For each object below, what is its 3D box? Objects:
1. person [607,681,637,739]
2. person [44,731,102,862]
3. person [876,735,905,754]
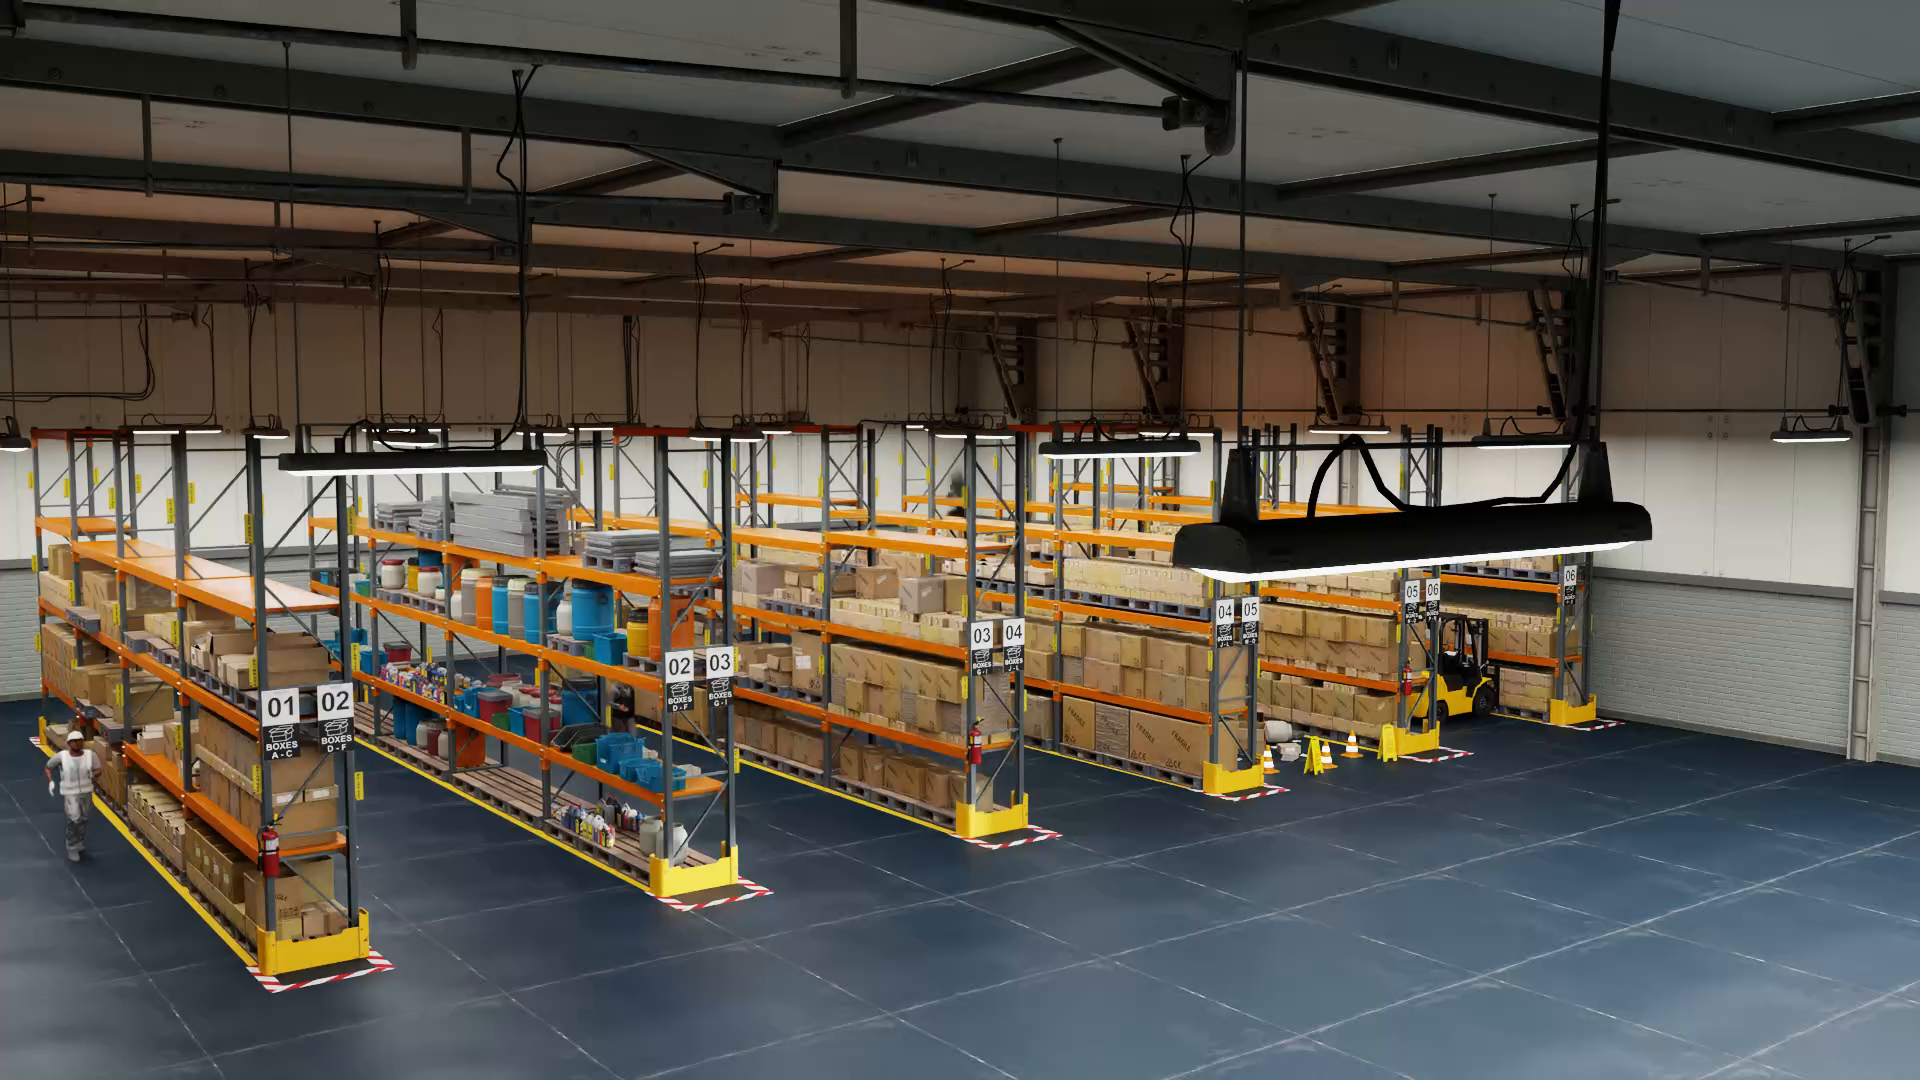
[{"bbox_3d":[-6.025,3.154,29.565,0.927,1.712,0.646,4,6,41],"label":"person"},{"bbox_3d":[-12.452,3.602,23.448,0.739,1.824,0.656,4,6,43],"label":"person"},{"bbox_3d":[-1.314,3.066,30.690,0.607,1.733,0.745,-4,6,-42],"label":"person"}]
